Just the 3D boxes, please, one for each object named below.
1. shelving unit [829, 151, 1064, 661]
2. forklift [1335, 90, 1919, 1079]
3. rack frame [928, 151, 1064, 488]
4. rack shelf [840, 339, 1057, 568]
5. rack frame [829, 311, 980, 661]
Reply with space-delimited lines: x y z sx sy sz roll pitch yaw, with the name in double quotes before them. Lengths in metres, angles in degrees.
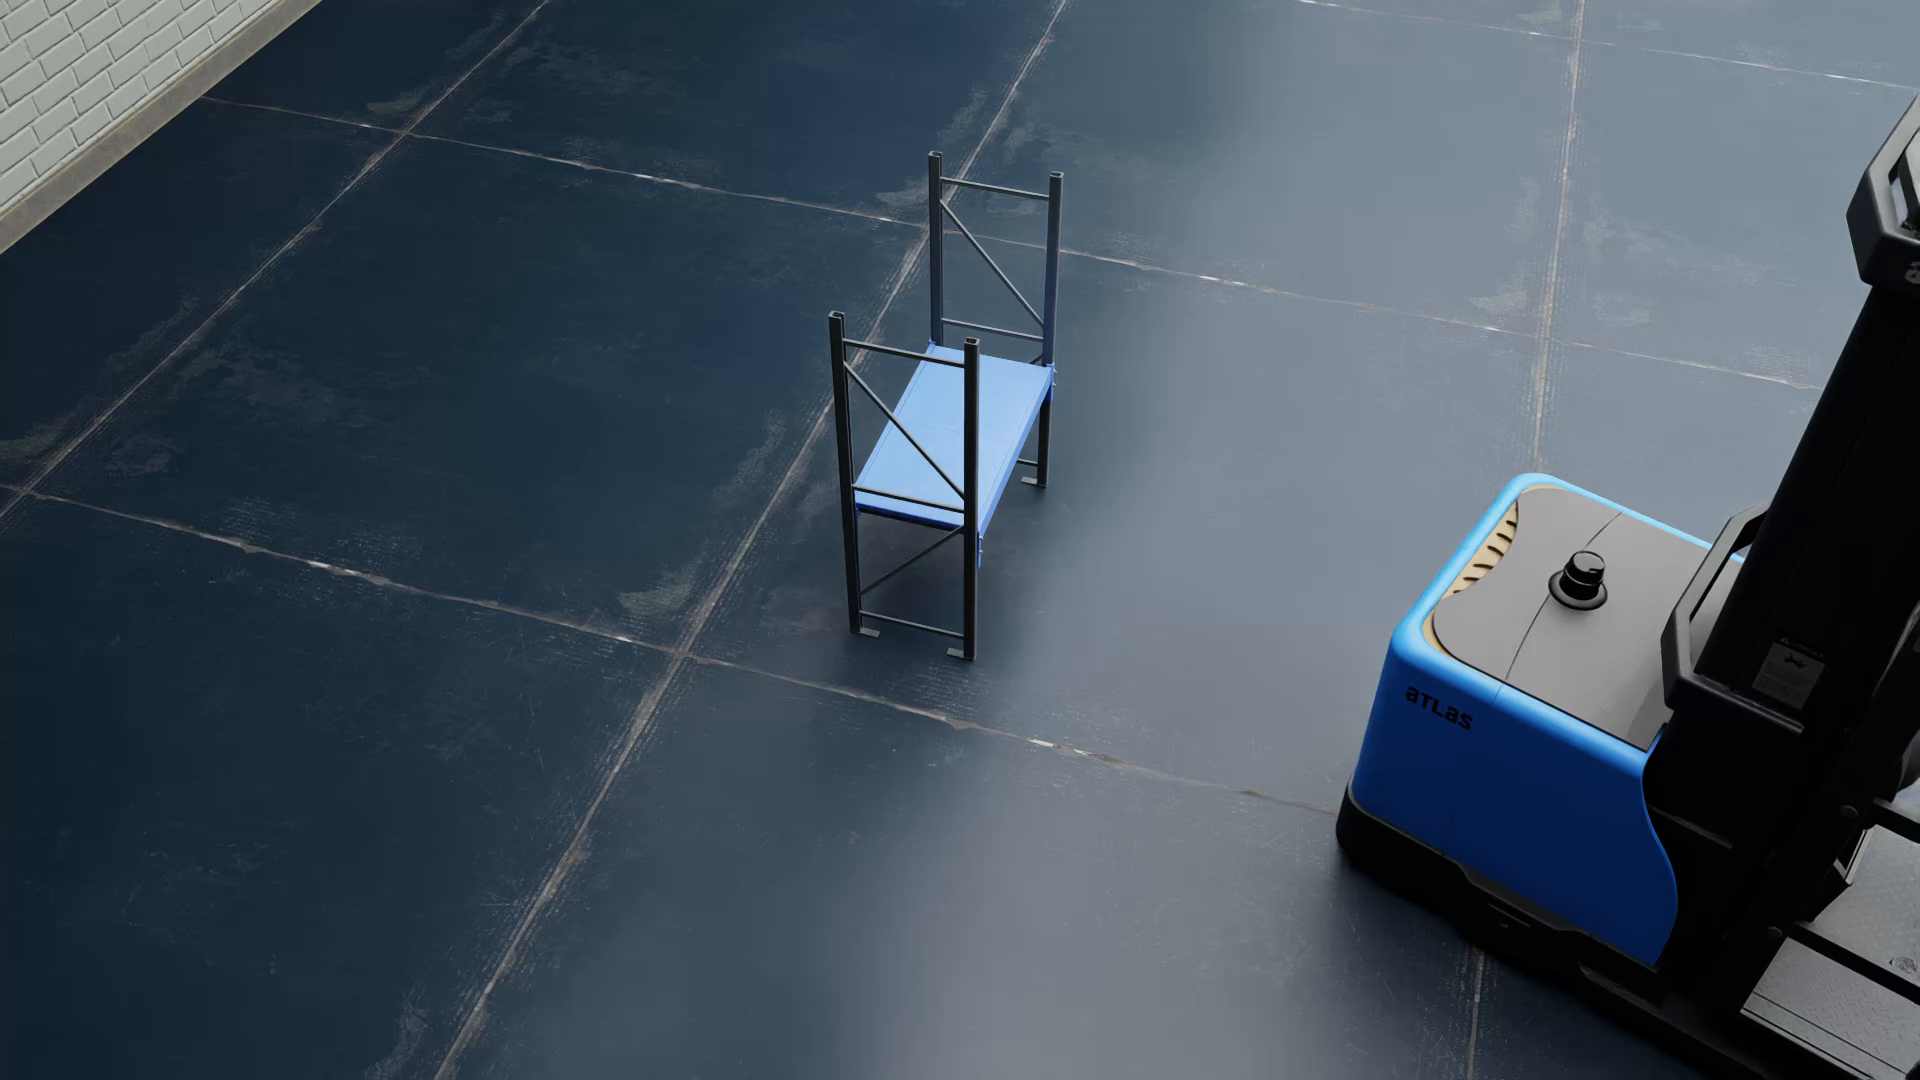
"shelving unit" -0.026 -0.479 6.167 0.538 1.500 1.048 13 46 12
"forklift" 2.752 0.365 4.281 3.031 2.935 1.130 28 51 26
"rack frame" 0.128 -0.818 6.514 0.500 1.500 0.032 13 46 12
"rack shelf" -0.026 -0.351 6.293 0.538 0.185 1.000 13 46 12
"rack frame" -0.180 -0.140 5.821 0.500 1.500 0.032 13 46 12
